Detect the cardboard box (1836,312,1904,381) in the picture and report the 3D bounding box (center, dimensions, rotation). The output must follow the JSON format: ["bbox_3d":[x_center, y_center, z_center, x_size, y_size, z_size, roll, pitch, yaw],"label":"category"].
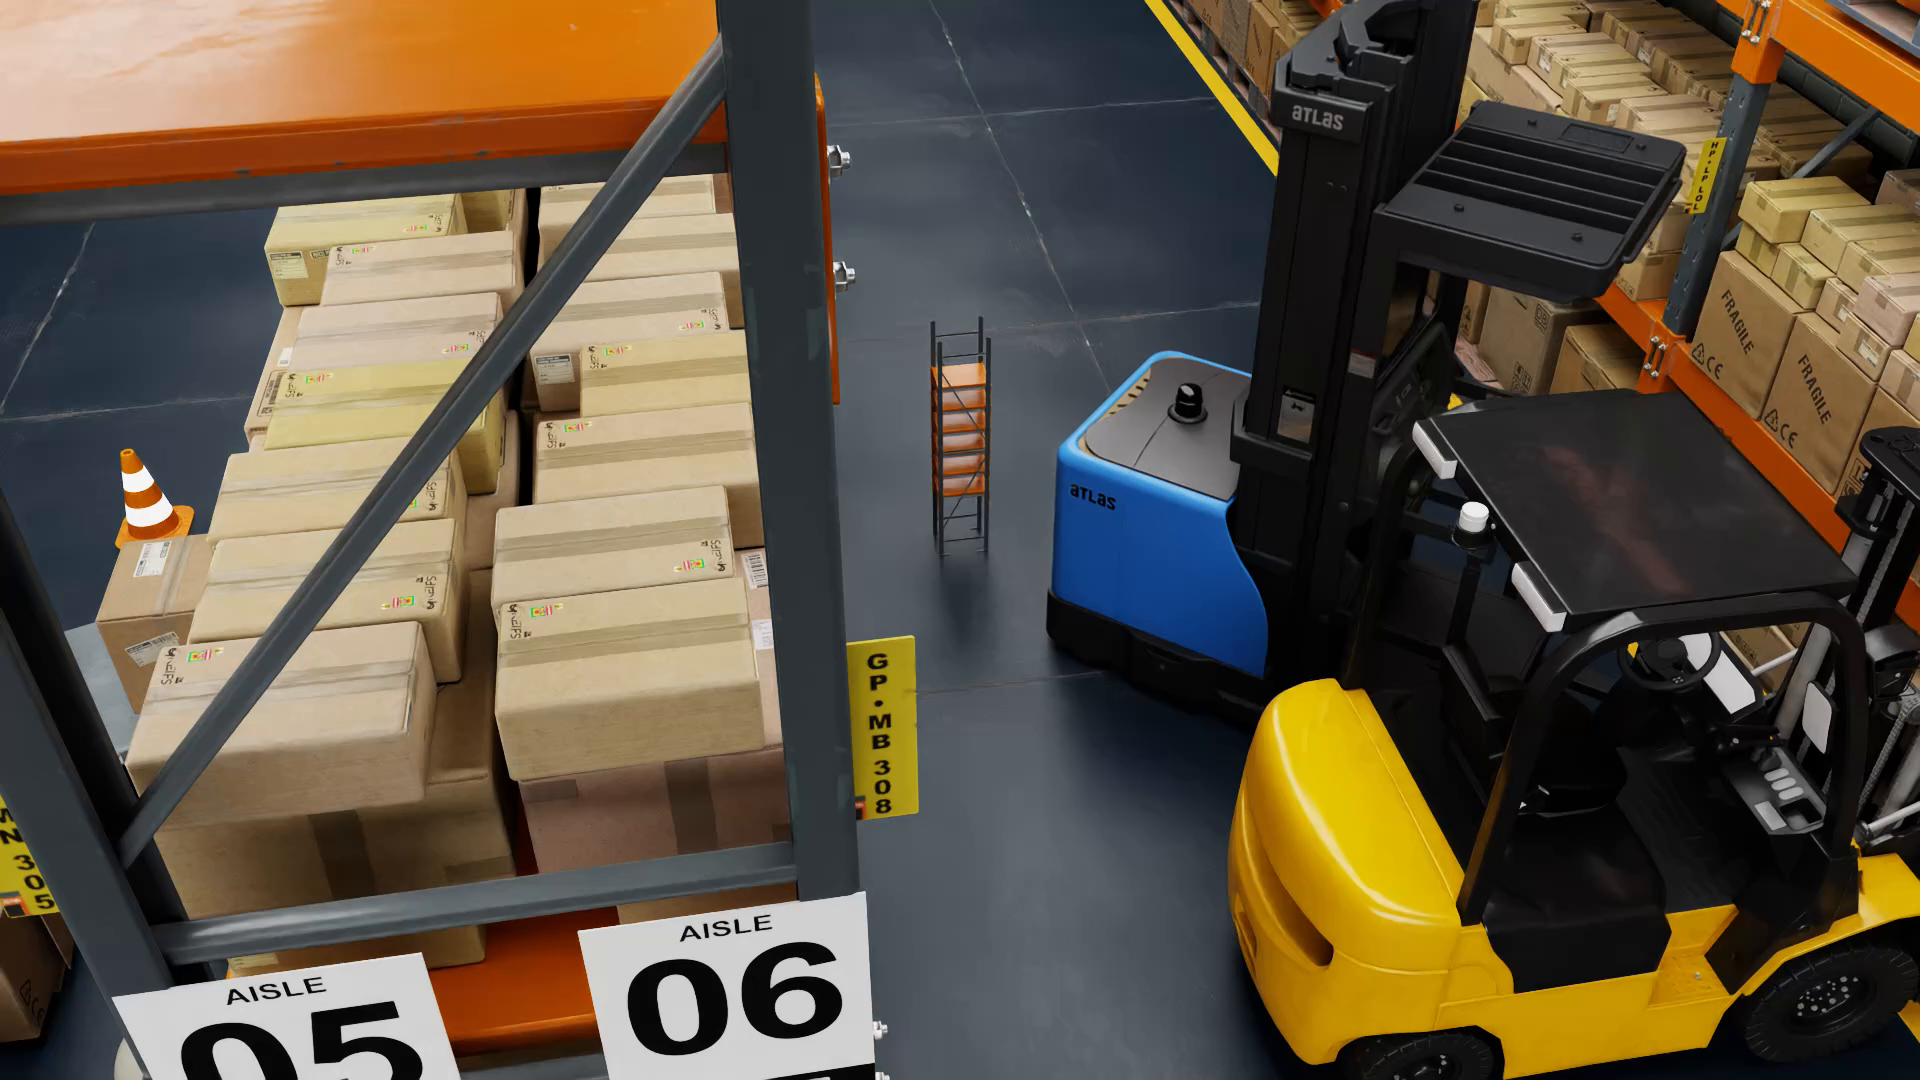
[{"bbox_3d":[3.431,-0.714,6.014,0.380,0.149,0.250,-5,38,-7],"label":"cardboard box"}]

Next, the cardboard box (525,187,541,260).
[{"bbox_3d":[-1.360,-0.904,4.304,0.500,0.250,0.500,-6,38,-8],"label":"cardboard box"}]

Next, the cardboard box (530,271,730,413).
[{"bbox_3d":[-0.654,-0.399,3.328,0.380,0.149,0.250,-6,38,-8],"label":"cardboard box"}]

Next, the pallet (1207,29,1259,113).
[{"bbox_3d":[2.538,-3.612,12.628,1.003,0.211,1.213,-6,38,-8],"label":"pallet"}]

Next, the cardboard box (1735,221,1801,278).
[{"bbox_3d":[3.340,-1.182,6.616,0.380,0.149,0.250,-7,38,-9],"label":"cardboard box"}]

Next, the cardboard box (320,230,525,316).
[{"bbox_3d":[-1.111,-0.508,3.469,0.380,0.149,0.250,-7,38,-9],"label":"cardboard box"}]

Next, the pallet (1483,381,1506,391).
[{"bbox_3d":[3.376,-0.447,8.553,1.003,0.211,1.213,-6,38,-8],"label":"pallet"}]

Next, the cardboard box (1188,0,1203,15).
[{"bbox_3d":[2.107,-4.481,13.168,0.500,0.500,0.500,-7,38,-9],"label":"cardboard box"}]

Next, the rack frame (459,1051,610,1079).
[{"bbox_3d":[-0.641,1.845,3.330,1.000,3.000,0.127,-6,38,-8],"label":"rack frame"}]

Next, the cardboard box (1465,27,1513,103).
[{"bbox_3d":[2.955,-2.441,8.561,0.500,0.250,0.500,-6,38,-7],"label":"cardboard box"}]

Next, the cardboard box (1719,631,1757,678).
[{"bbox_3d":[3.407,0.446,7.030,0.500,0.250,0.500,-7,38,-9],"label":"cardboard box"}]

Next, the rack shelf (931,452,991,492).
[{"bbox_3d":[0.003,-0.335,7.871,0.258,0.103,0.180,-6,38,-8],"label":"rack shelf"}]

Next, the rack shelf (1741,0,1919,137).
[{"bbox_3d":[3.894,-0.800,4.876,1.077,0.370,4.000,-6,38,-8],"label":"rack shelf"}]

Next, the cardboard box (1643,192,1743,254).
[{"bbox_3d":[3.206,-1.515,7.369,0.500,0.250,0.500,-7,38,-9],"label":"cardboard box"}]

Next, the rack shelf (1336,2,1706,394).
[{"bbox_3d":[3.193,-2.031,8.906,1.077,0.370,4.000,-6,38,-8],"label":"rack shelf"}]

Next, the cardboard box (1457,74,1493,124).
[{"bbox_3d":[2.949,-2.242,8.713,0.500,0.250,0.500,-5,38,-6],"label":"cardboard box"}]

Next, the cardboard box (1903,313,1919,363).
[{"bbox_3d":[3.512,-0.674,5.720,0.380,0.149,0.250,-7,38,-9],"label":"cardboard box"}]

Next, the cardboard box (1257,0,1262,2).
[{"bbox_3d":[2.301,-4.033,12.063,0.380,0.149,0.250,-8,39,-10],"label":"cardboard box"}]

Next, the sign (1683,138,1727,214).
[{"bbox_3d":[3.011,-1.469,6.717,0.100,0.325,0.005,-6,38,-8],"label":"sign"}]

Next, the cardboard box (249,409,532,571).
[{"bbox_3d":[-1.070,0.016,3.119,0.500,0.250,0.500,-7,38,-9],"label":"cardboard box"}]

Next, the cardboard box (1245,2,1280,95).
[{"bbox_3d":[2.385,-3.554,11.974,0.500,0.500,0.500,-5,38,-6],"label":"cardboard box"}]

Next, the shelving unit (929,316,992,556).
[{"bbox_3d":[0.003,-0.465,7.771,0.258,1.200,0.189,-6,38,-8],"label":"shelving unit"}]

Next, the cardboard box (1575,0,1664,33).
[{"bbox_3d":[3.387,-2.719,8.595,0.380,0.149,0.250,-5,38,-7],"label":"cardboard box"}]

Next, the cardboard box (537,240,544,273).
[{"bbox_3d":[-0.731,-0.656,3.985,0.500,0.250,0.500,-5,38,-7],"label":"cardboard box"}]

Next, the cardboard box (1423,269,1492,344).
[{"bbox_3d":[3.179,-1.573,9.323,0.875,0.625,0.625,-8,39,-10],"label":"cardboard box"}]

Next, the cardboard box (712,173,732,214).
[{"bbox_3d":[-0.706,-0.877,3.944,0.380,0.149,0.250,-6,38,-7],"label":"cardboard box"}]

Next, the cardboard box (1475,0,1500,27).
[{"bbox_3d":[2.845,-2.816,8.720,0.380,0.149,0.250,-5,38,-7],"label":"cardboard box"}]

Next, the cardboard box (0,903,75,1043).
[{"bbox_3d":[-3.614,1.424,5.796,0.797,0.637,0.503,-6,38,-8],"label":"cardboard box"}]

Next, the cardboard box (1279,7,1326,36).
[{"bbox_3d":[2.425,-3.555,11.447,0.380,0.149,0.250,-7,38,-9],"label":"cardboard box"}]

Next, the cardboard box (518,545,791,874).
[{"bbox_3d":[-0.467,0.270,2.793,0.500,0.250,0.500,-7,38,-9],"label":"cardboard box"}]

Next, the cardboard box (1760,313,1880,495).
[{"bbox_3d":[3.472,-0.538,6.316,0.500,0.500,0.500,-6,38,-7],"label":"cardboard box"}]

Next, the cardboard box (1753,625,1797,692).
[{"bbox_3d":[3.491,0.550,6.489,0.500,0.250,0.500,-7,38,-8],"label":"cardboard box"}]

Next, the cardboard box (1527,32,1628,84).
[{"bbox_3d":[3.012,-2.354,8.125,0.380,0.149,0.250,-6,38,-8],"label":"cardboard box"}]

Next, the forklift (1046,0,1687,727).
[{"bbox_3d":[1.911,-0.459,6.351,3.031,2.935,1.130,21,42,25],"label":"forklift"}]

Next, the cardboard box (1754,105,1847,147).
[{"bbox_3d":[3.698,-1.806,7.419,0.380,0.149,0.250,-7,38,-9],"label":"cardboard box"}]

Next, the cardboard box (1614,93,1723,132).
[{"bbox_3d":[3.211,-1.893,7.531,0.380,0.149,0.250,-6,38,-8],"label":"cardboard box"}]

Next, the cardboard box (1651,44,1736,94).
[{"bbox_3d":[3.571,-2.262,8.006,0.380,0.149,0.250,-6,38,-8],"label":"cardboard box"}]

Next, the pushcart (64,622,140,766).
[{"bbox_3d":[-3.579,0.740,6.890,1.648,0.377,0.936,-20,42,-23],"label":"pushcart"}]

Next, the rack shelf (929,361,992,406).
[{"bbox_3d":[0.003,-0.714,7.577,0.258,0.103,0.180,-6,38,-8],"label":"rack shelf"}]

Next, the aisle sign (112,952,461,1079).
[{"bbox_3d":[-0.916,0.887,2.444,0.394,0.787,0.004,-6,38,-8],"label":"aisle sign"}]

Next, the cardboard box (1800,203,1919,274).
[{"bbox_3d":[3.460,-1.150,6.332,0.380,0.149,0.250,-6,38,-7],"label":"cardboard box"}]

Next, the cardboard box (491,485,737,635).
[{"bbox_3d":[-0.563,0.057,2.741,0.380,0.149,0.250,-6,38,-8],"label":"cardboard box"}]

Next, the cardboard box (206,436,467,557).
[{"bbox_3d":[-1.062,-0.040,2.866,0.380,0.149,0.250,-7,38,-8],"label":"cardboard box"}]

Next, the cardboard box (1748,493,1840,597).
[{"bbox_3d":[3.399,0.054,6.720,0.500,0.250,0.500,-6,38,-8],"label":"cardboard box"}]

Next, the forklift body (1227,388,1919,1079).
[{"bbox_3d":[2.116,0.695,5.502,2.313,2.155,1.214,-6,38,-8],"label":"forklift body"}]

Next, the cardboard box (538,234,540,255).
[{"bbox_3d":[-1.346,-0.822,4.523,0.380,0.149,0.250,-7,38,-9],"label":"cardboard box"}]
